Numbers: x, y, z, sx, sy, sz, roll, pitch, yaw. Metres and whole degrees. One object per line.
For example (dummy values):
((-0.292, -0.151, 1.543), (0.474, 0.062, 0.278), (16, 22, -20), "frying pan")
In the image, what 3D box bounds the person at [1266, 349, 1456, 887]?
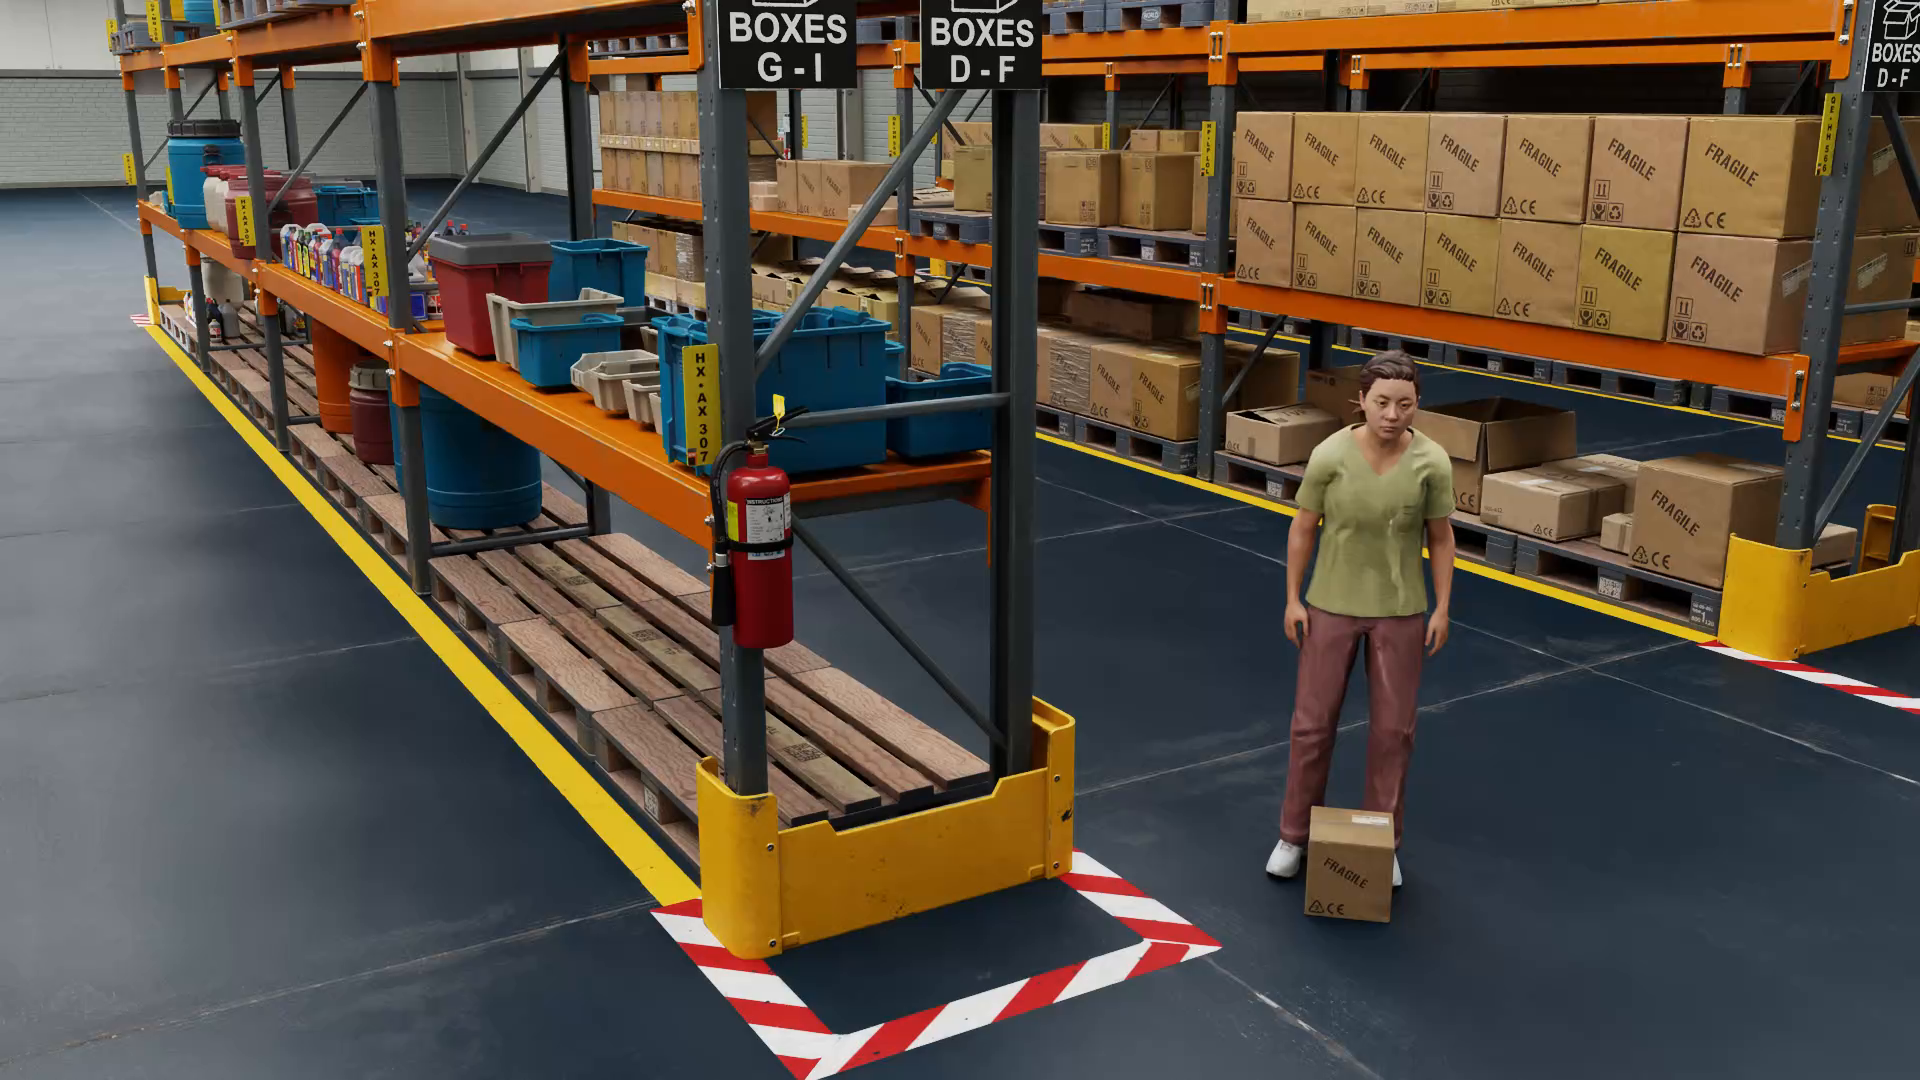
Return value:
((1.248, 0.239, 5.125), (0.520, 1.671, 0.364), (3, 15, 10), "person")
